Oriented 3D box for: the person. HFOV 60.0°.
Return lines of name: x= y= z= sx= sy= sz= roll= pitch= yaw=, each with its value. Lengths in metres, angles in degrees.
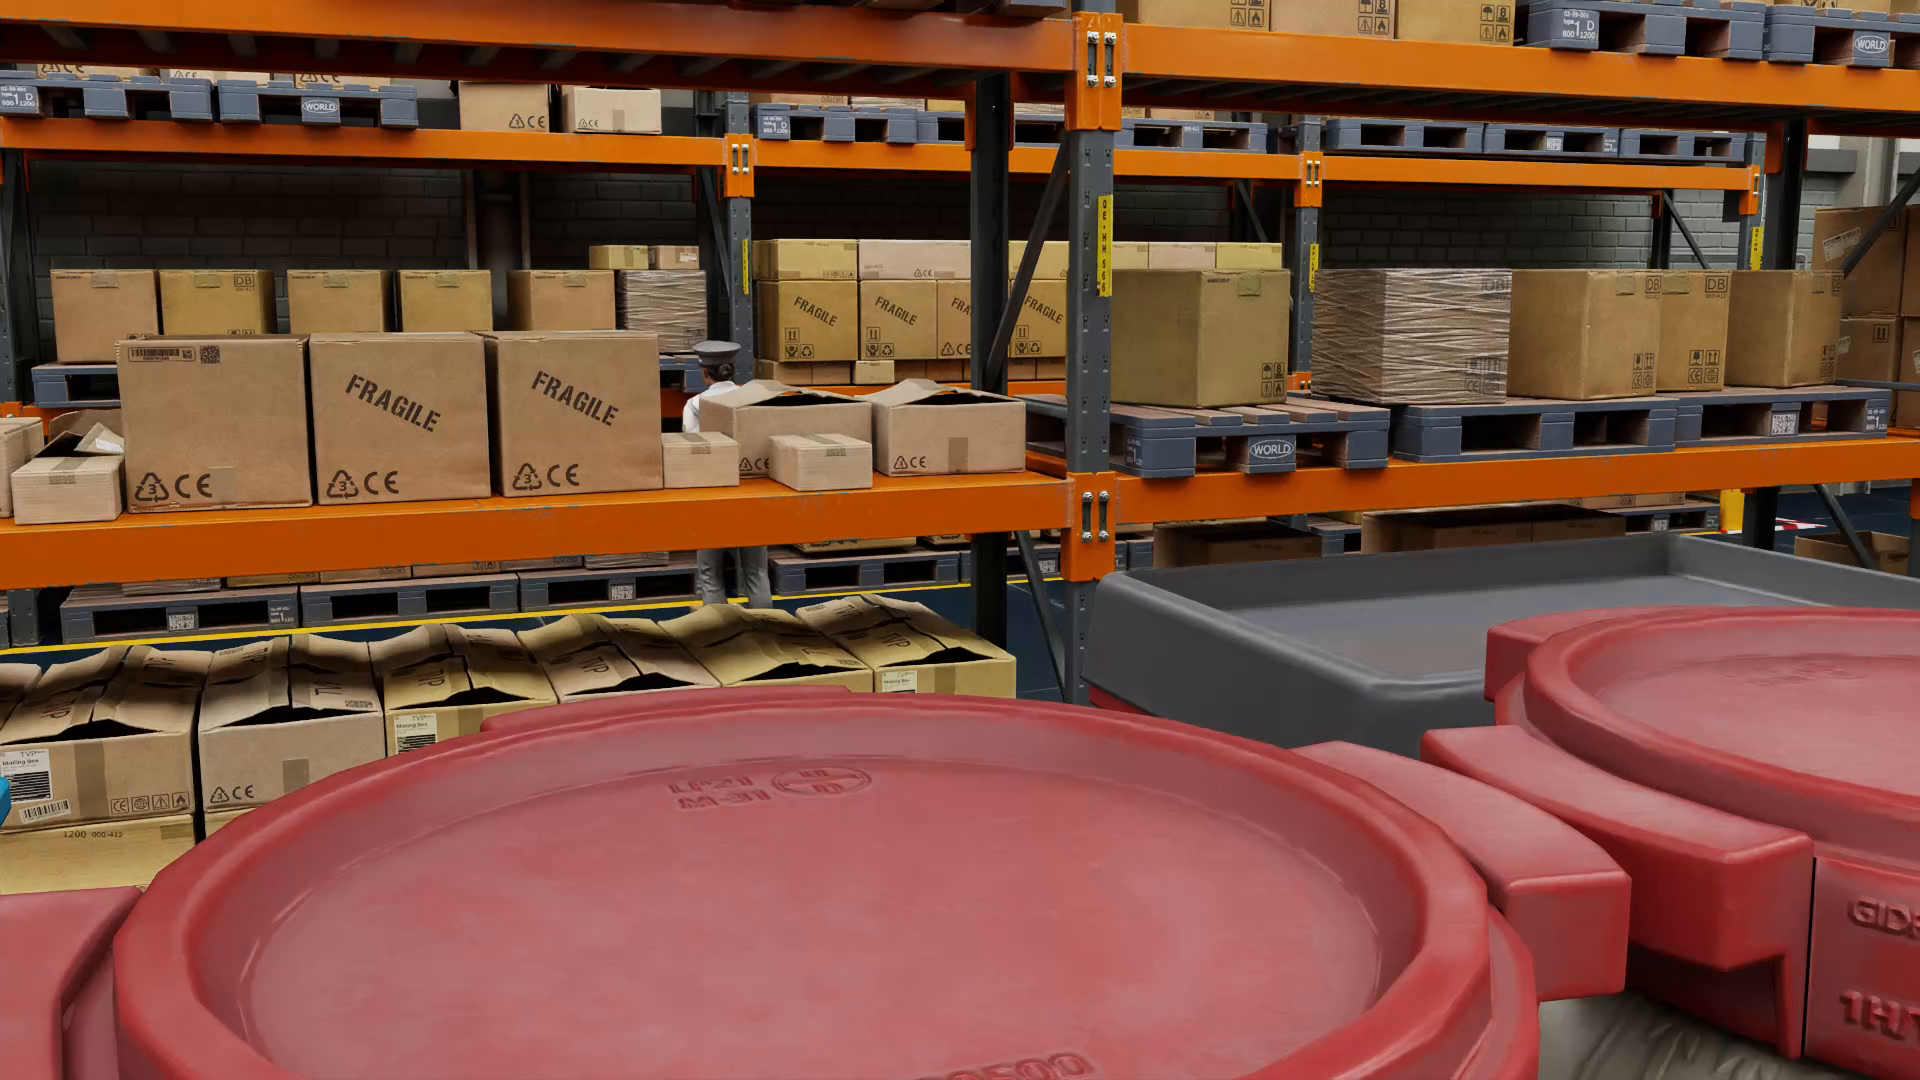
person: x=-1.192 y=-0.182 z=8.507 sx=0.541 sy=1.662 sz=0.415 roll=-4 pitch=10 yaw=-24
